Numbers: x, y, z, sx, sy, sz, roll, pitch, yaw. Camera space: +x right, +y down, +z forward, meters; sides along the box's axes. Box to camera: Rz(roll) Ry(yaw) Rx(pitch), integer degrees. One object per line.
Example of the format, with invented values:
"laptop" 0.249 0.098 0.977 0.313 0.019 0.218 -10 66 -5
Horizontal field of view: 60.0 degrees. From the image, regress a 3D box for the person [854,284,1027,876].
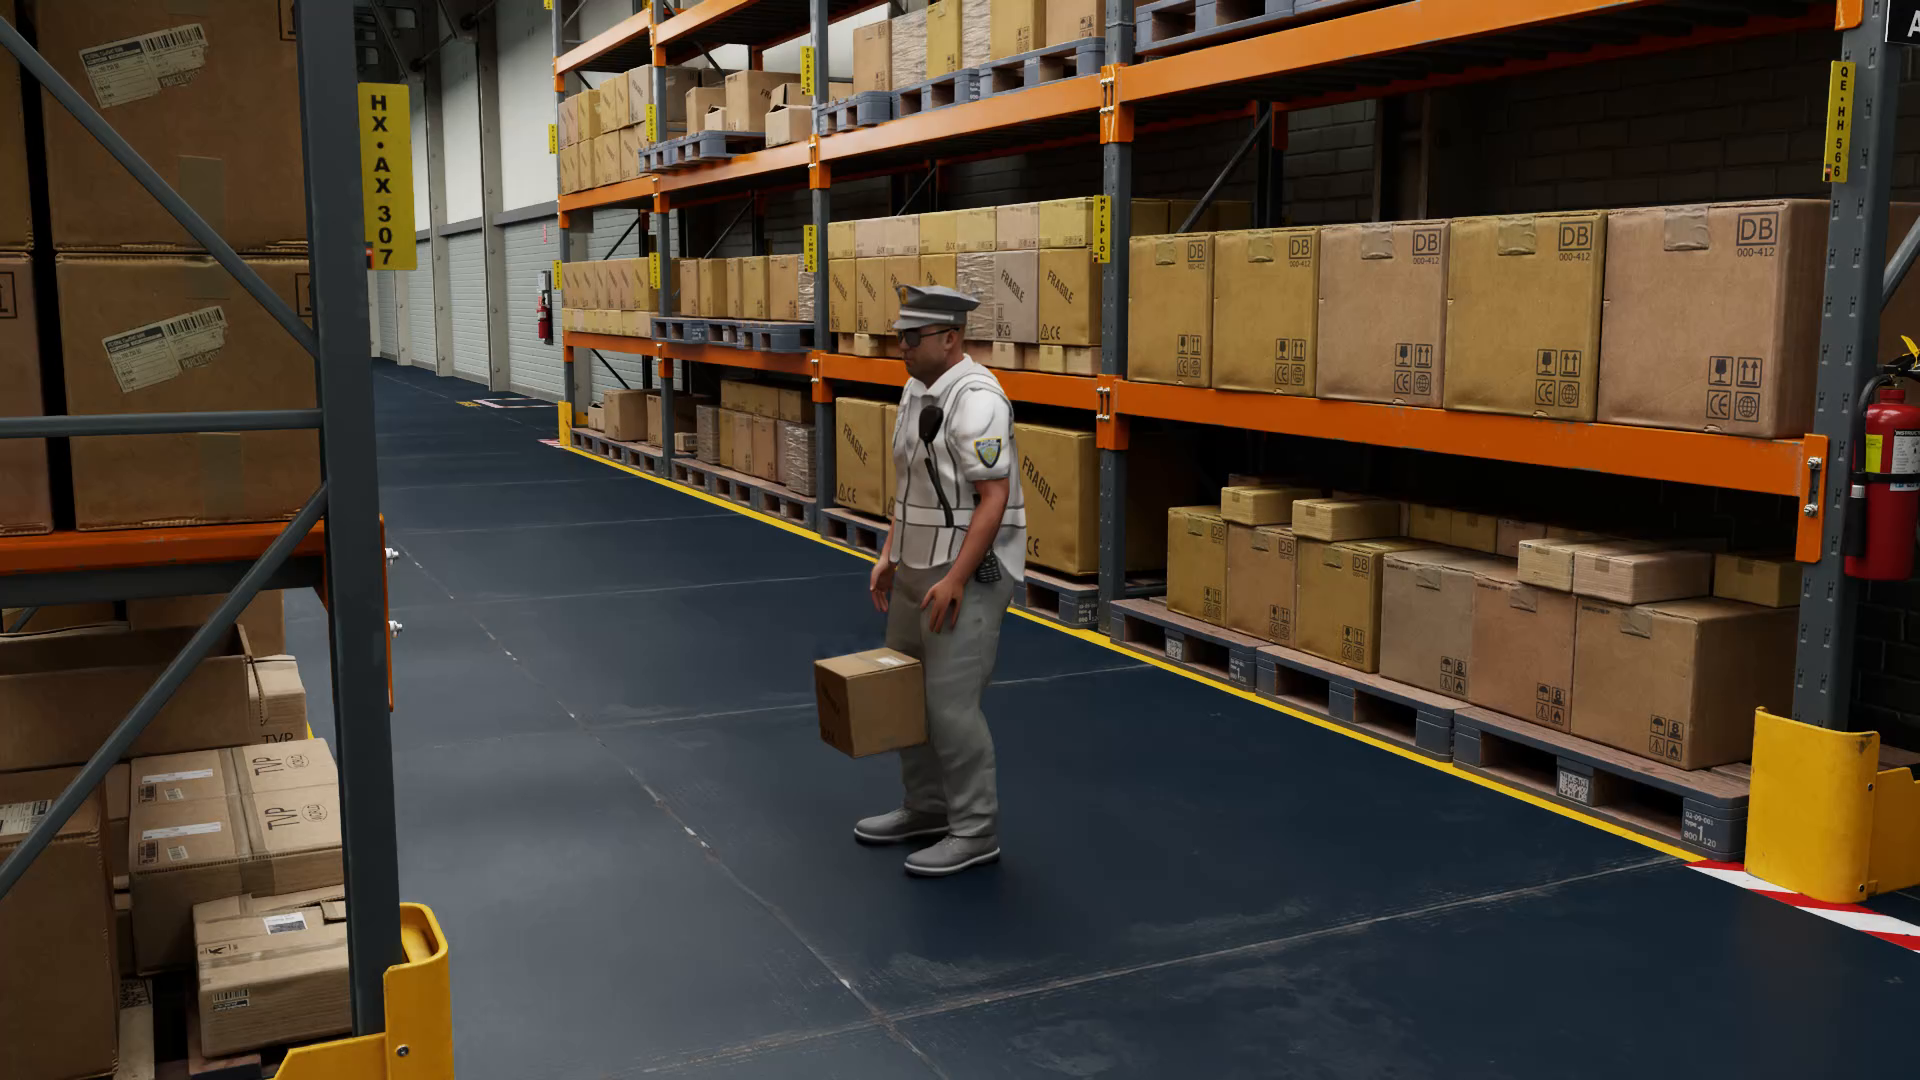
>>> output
"person" -0.039 0.105 5.077 0.434 1.755 0.561 -4 10 -27
